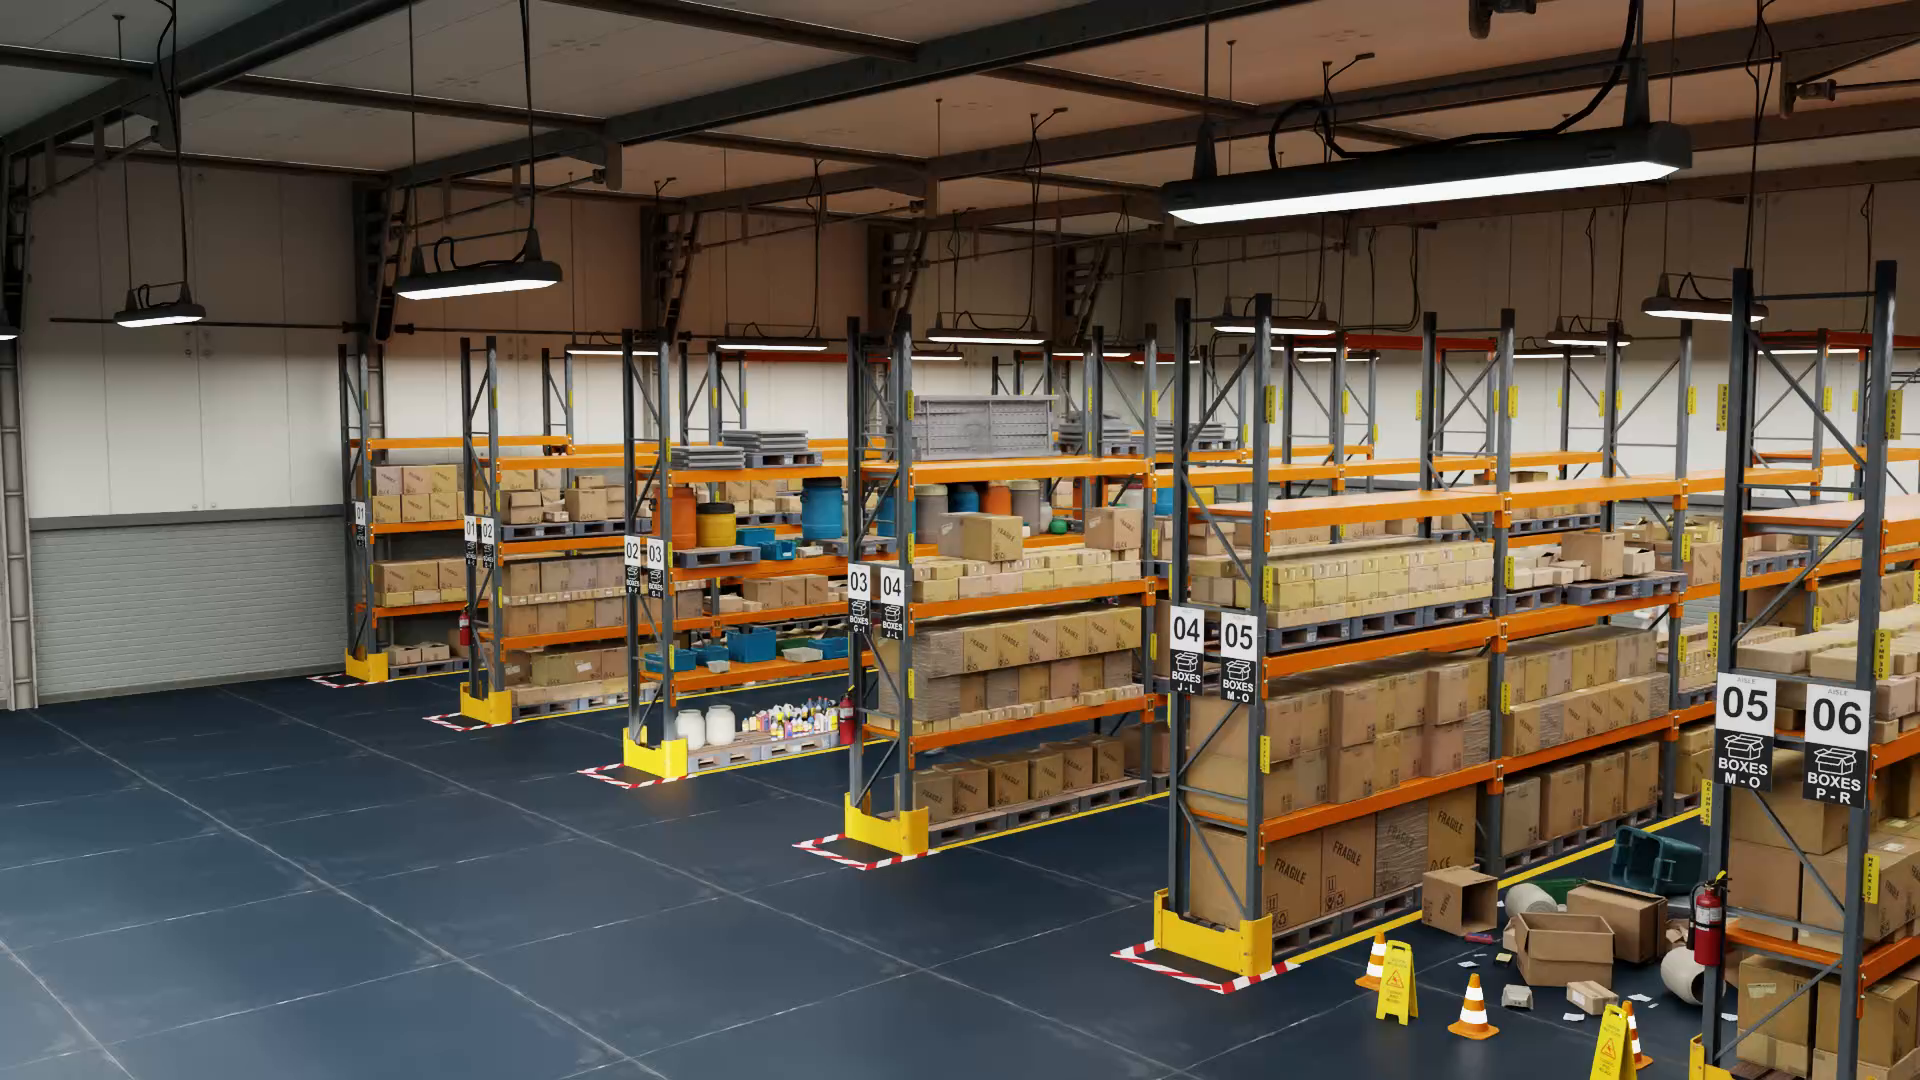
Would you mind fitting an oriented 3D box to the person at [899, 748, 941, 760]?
[{"bbox_3d":[-0.536,2.289,23.352,0.602,1.603,0.811,4,7,40],"label":"person"}]

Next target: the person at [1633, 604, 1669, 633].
[{"bbox_3d":[12.422,1.693,29.783,0.712,1.756,0.721,2,5,20],"label":"person"}]
